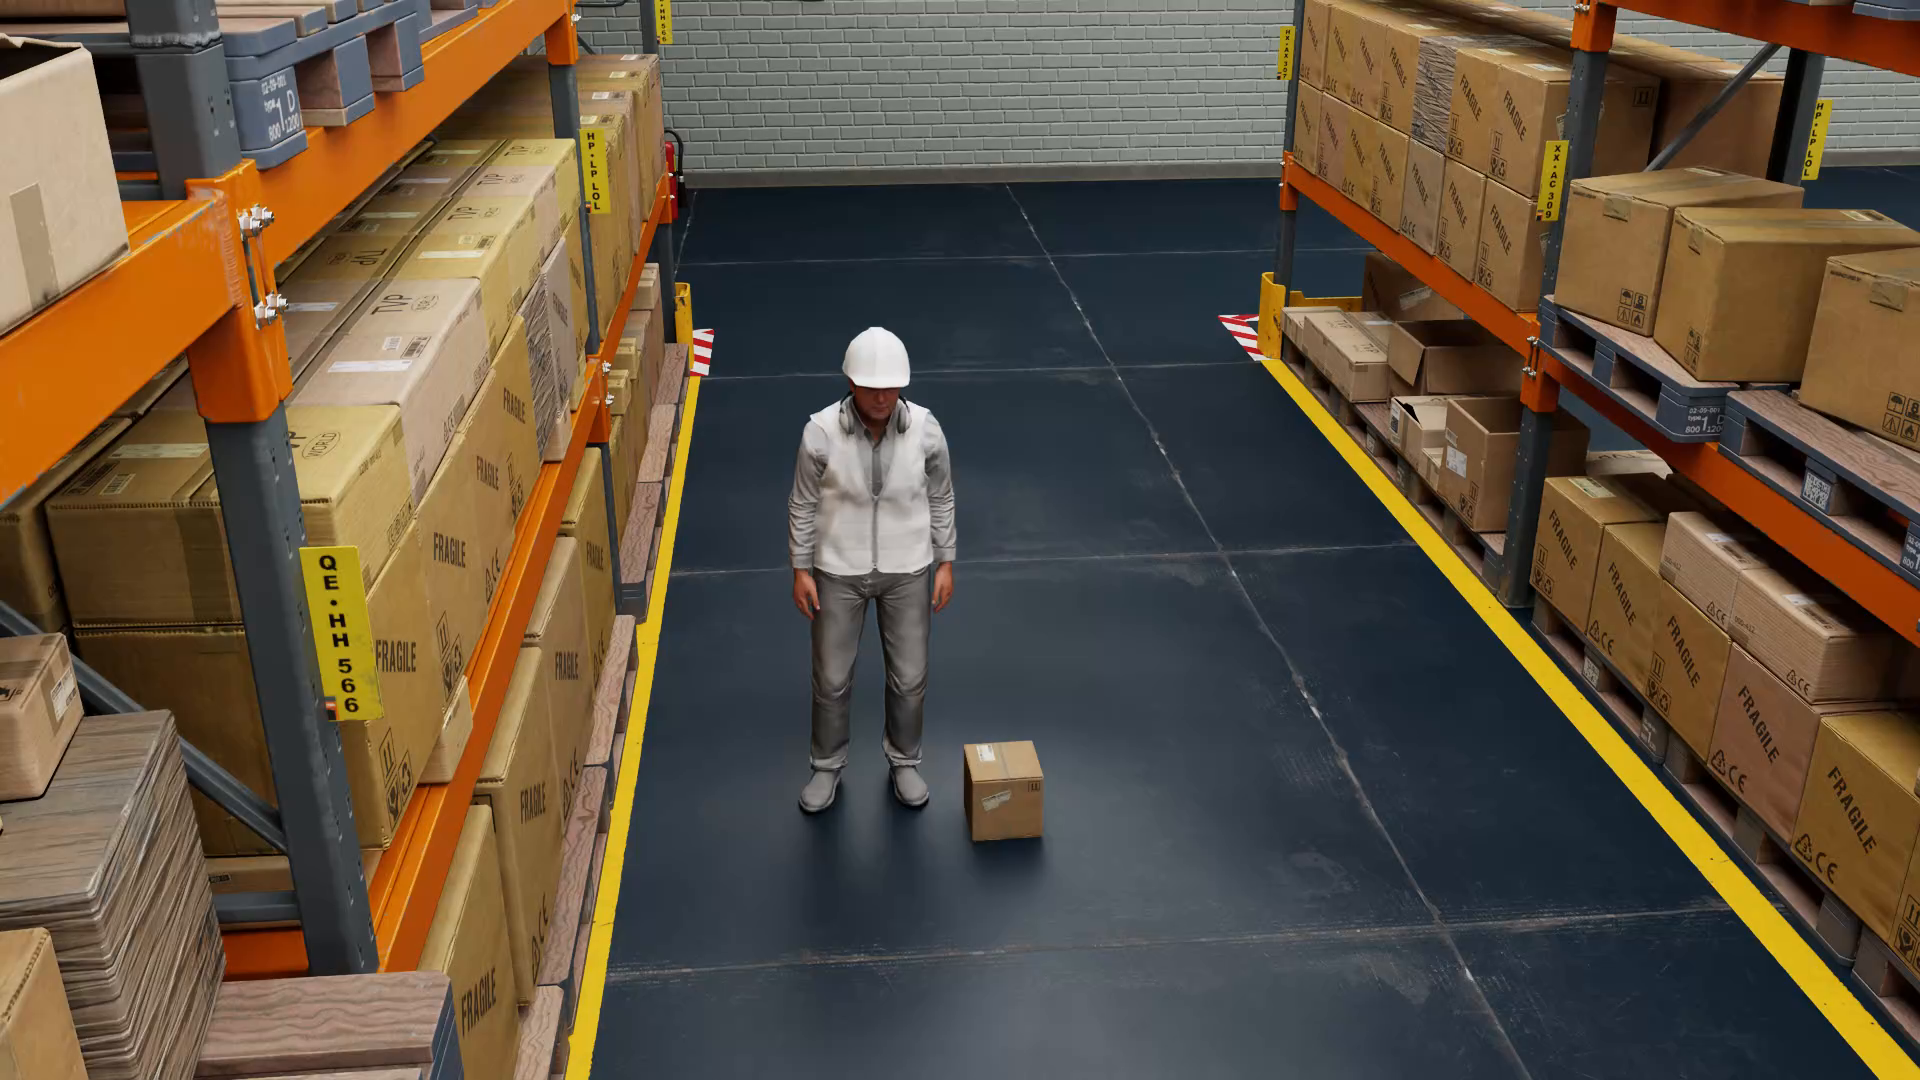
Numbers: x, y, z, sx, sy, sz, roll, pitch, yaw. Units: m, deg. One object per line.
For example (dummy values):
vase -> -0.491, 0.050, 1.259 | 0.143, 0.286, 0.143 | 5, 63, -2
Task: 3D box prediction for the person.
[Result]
person -> -0.305, 0.104, 5.827 | 0.594, 1.772, 0.461 | -3, 24, -7
